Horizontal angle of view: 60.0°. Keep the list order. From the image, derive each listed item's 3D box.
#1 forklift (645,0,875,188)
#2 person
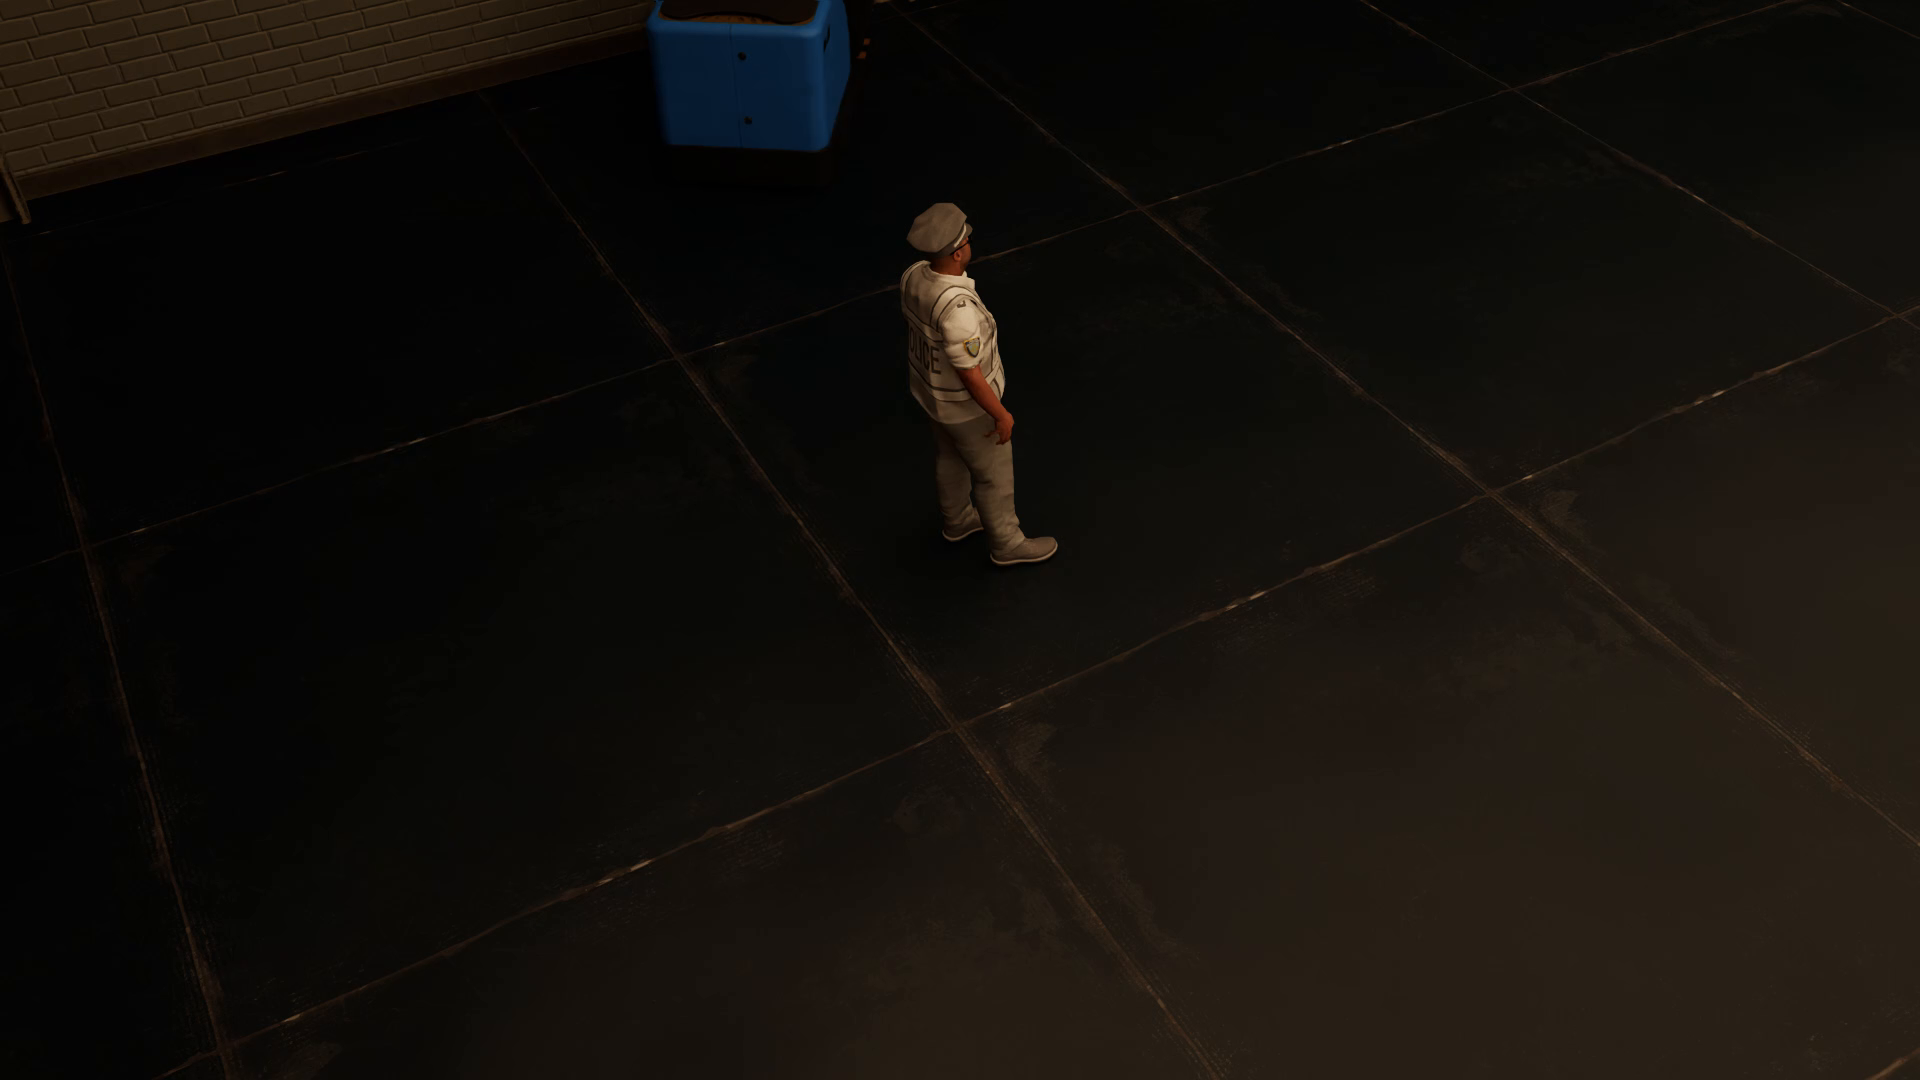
[{"bbox_3d":[-1.167,-4.200,10.227,1.130,2.935,3.031,3,43,4],"label":"forklift"},{"bbox_3d":[0.073,-0.677,7.263,0.575,1.781,0.640,-21,47,-21],"label":"person"}]
